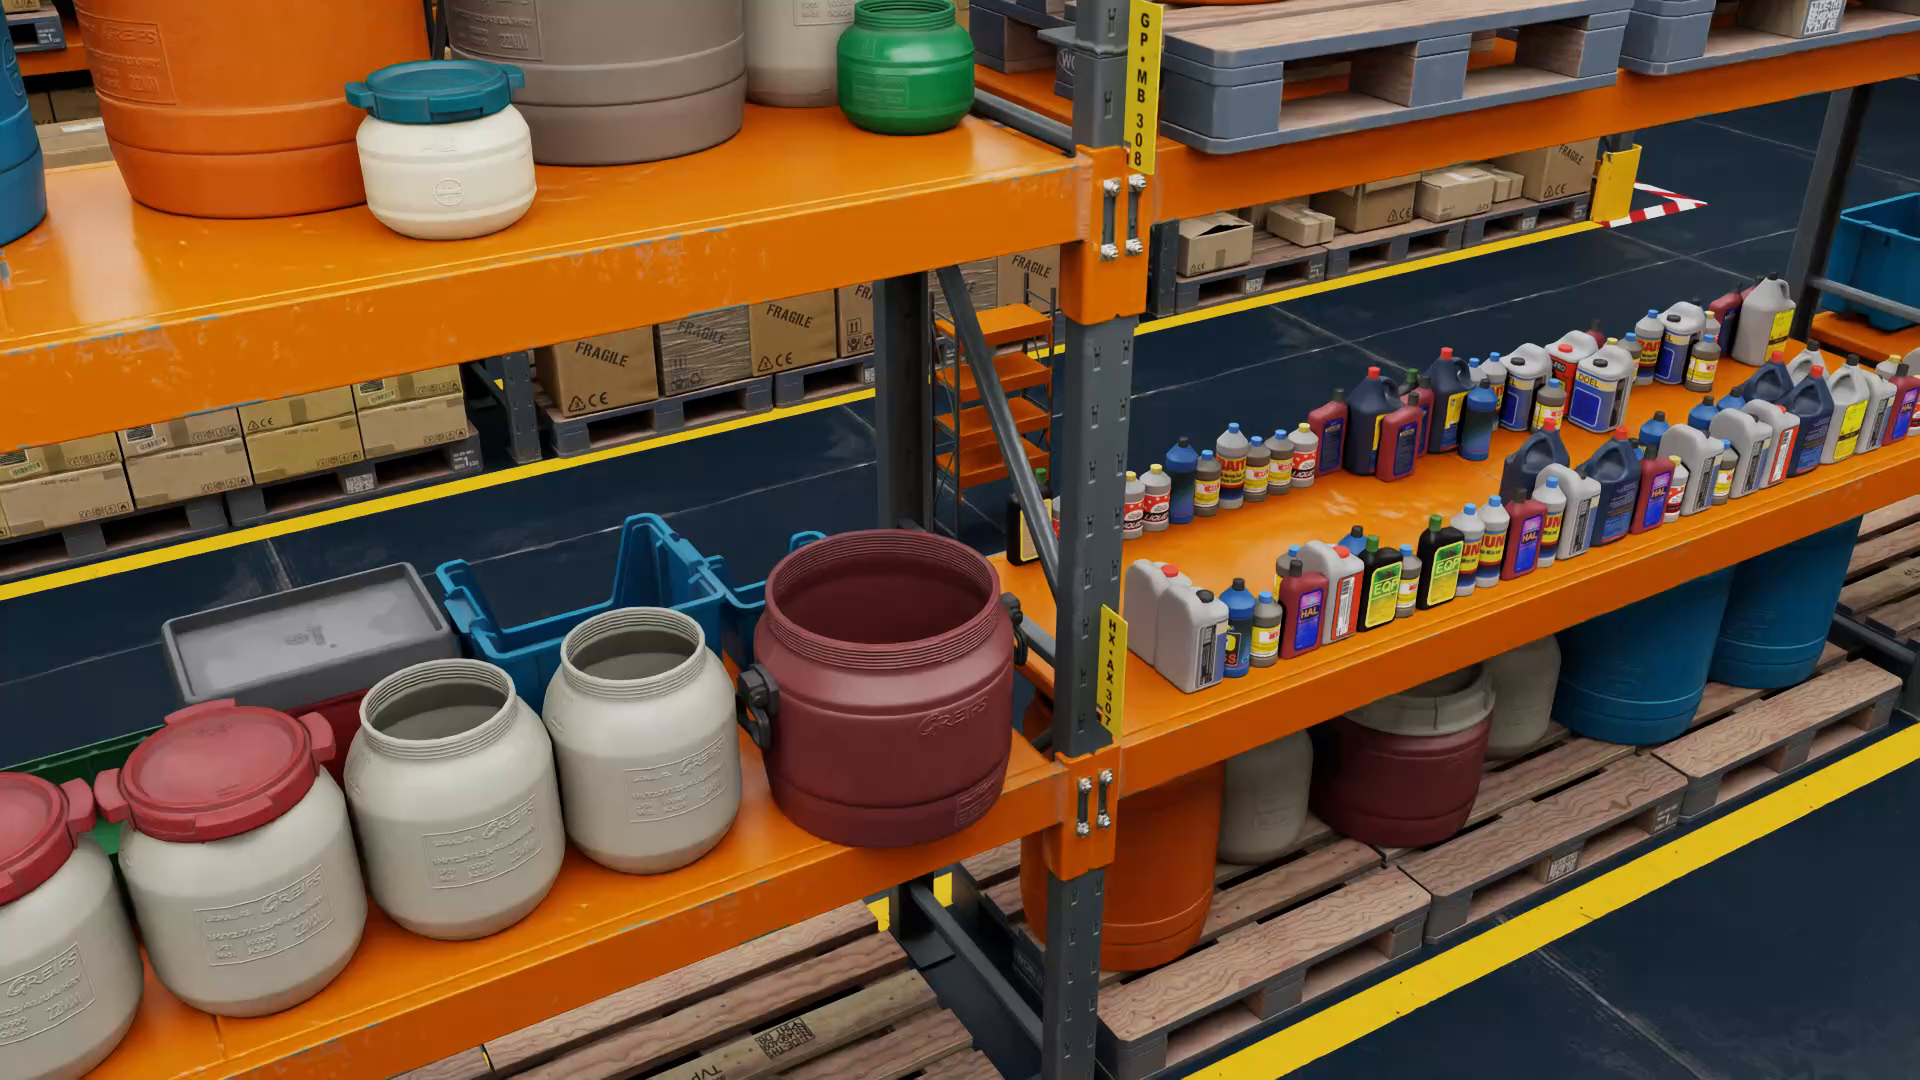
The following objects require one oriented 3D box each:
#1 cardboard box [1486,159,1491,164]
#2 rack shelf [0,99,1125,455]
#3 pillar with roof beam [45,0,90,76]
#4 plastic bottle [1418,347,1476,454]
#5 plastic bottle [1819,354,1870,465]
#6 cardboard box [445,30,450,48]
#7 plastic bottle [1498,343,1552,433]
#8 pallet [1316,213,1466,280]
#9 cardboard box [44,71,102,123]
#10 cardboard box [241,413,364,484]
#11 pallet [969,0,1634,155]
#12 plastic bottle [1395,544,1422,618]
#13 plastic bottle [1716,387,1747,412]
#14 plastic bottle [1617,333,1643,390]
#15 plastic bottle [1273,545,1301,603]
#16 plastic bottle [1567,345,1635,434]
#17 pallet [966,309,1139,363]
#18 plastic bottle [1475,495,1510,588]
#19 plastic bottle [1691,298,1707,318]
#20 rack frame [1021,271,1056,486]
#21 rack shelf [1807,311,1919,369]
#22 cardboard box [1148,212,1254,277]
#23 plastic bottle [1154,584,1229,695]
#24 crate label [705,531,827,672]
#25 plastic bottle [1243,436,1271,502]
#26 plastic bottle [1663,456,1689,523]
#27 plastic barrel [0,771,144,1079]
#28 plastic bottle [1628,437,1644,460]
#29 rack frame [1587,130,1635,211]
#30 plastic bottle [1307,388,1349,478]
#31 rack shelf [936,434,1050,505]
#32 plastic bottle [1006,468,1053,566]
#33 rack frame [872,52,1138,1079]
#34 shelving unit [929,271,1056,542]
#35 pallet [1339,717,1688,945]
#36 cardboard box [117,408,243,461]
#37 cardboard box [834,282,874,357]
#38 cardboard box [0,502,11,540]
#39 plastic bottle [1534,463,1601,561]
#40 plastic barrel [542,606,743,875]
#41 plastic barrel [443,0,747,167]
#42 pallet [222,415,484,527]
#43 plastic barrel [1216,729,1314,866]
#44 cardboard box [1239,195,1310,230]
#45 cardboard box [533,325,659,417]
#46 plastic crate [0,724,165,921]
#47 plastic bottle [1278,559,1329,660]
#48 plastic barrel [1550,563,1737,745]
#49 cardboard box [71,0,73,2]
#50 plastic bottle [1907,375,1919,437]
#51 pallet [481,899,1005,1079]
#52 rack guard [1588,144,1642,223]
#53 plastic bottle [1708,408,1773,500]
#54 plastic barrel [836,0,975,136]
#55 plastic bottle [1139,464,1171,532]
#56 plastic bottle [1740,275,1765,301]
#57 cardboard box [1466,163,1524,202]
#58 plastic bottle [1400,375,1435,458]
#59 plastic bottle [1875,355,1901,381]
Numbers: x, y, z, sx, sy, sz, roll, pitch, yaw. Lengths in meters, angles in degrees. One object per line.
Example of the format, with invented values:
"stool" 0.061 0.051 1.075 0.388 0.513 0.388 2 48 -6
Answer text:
"cardboard box" 3.712 -2.799 12.194 0.250 0.166 0.380 -16 33 -26
"rack shelf" -1.653 -0.353 2.925 4.000 0.370 1.077 -16 33 -26
"pillar with roof beam" -4.325 -4.847 7.219 0.400 9.000 9.100 -16 33 -26
"plastic bottle" 1.622 -0.479 5.564 0.185 0.351 0.144 -16 33 -26
"plastic bottle" 2.894 -0.441 5.495 0.185 0.351 0.144 -16 33 -26
"cardboard box" -3.488 -3.551 12.871 0.750 0.750 0.750 -16 33 -27
"plastic bottle" 1.930 -0.531 5.736 0.135 0.276 0.152 -16 33 -26
"pallet" 2.660 -2.135 11.401 1.213 0.211 1.003 -16 33 -26
"cardboard box" -6.065 -3.087 11.594 0.500 0.250 0.500 -15 32 -25
"cardboard box" -3.207 -0.531 8.018 0.500 0.250 0.500 -16 33 -27
"pallet" 0.781 -1.221 3.950 1.213 0.211 1.003 -16 33 -26
"plastic bottle" 1.236 0.108 4.655 0.097 0.201 0.097 0 29 0
"plastic bottle" 2.515 -0.371 5.450 0.097 0.271 0.097 0 29 0
"plastic bottle" 2.415 -0.652 6.032 0.097 0.201 0.097 0 29 0
"plastic bottle" 0.928 0.111 4.651 0.097 0.201 0.097 0 29 0
"plastic bottle" 2.207 -0.525 5.724 0.135 0.276 0.152 -16 33 -26
"pallet" 0.332 -1.452 10.163 1.213 0.211 1.003 -16 33 -26
"plastic bottle" 1.519 -0.002 4.783 0.097 0.271 0.097 0 29 0
"plastic bottle" 2.699 -0.763 6.161 0.097 0.271 0.097 0 29 0
"rack frame" 0.353 -0.626 7.642 0.015 1.200 0.240 -16 33 -26
"rack shelf" 5.245 -0.998 7.199 4.000 0.370 1.077 -16 33 -26
"cardboard box" 1.486 -1.916 10.445 0.500 0.311 0.500 -16 33 -26
"plastic bottle" 0.609 0.239 4.341 0.135 0.276 0.152 -16 33 -26
"crate label" -0.481 0.176 4.500 0.416 0.233 0.303 -16 33 -26
"plastic bottle" 0.932 -0.230 5.269 0.097 0.201 0.097 0 29 0
"plastic bottle" 2.192 -0.163 5.147 0.097 0.201 0.097 0 29 0
"plastic barrel" -1.809 0.753 3.141 0.433 0.535 0.433 0 29 0
"plastic bottle" 2.047 -0.186 5.116 0.097 0.271 0.097 0 29 0
"rack frame" 4.463 -3.867 11.653 0.127 3.000 1.000 -16 33 -26
"plastic bottle" 1.190 -0.350 5.400 0.133 0.283 0.061 -16 33 -26
"rack shelf" 0.143 -0.333 7.662 0.480 0.148 0.258 -16 33 -26
"plastic bottle" 0.204 -0.070 4.893 0.133 0.283 0.061 -16 33 -26
"rack frame" 0.072 0.156 4.364 0.127 3.000 1.000 -16 33 -26
"shelving unit" 0.143 -0.566 7.534 0.503 1.200 0.258 -16 33 -26
"pallet" 1.781 0.869 5.956 1.213 0.211 1.003 -16 33 -26
"cardboard box" -3.643 -0.651 7.656 0.500 0.311 0.500 -16 33 -27
"cardboard box" -0.566 -1.380 9.279 0.500 0.500 0.500 -17 33 -28
"cardboard box" -4.523 -0.158 7.342 0.500 0.250 0.500 -17 33 -28
"plastic bottle" 1.804 -0.101 4.957 0.135 0.276 0.152 -16 33 -26
"plastic barrel" -0.707 0.447 3.719 0.421 0.512 0.421 0 29 0
"plastic barrel" -0.746 -1.267 3.317 0.600 0.901 0.600 0 29 0
"pallet" -3.164 -0.503 8.442 1.213 0.211 1.003 -16 33 -26
"plastic barrel" 0.926 0.759 5.411 0.421 0.512 0.421 0 29 0
"cardboard box" 2.008 -2.345 11.221 0.500 0.311 0.500 -16 33 -26
"cardboard box" -1.897 -0.999 8.588 0.500 0.500 0.500 -14 32 -24
"plastic crate" -2.019 0.684 3.626 0.662 0.188 0.450 -16 33 -26
"plastic bottle" 0.915 0.174 4.451 0.133 0.283 0.061 -16 33 -26
"plastic barrel" 2.432 0.211 6.001 0.708 0.901 0.600 -16 33 -26
"cardboard box" -5.816 -3.941 11.227 0.500 0.500 0.700 -19 34 -31
"plastic bottle" 3.258 -0.466 5.695 0.097 0.201 0.097 0 29 0
"pallet" -0.616 1.550 4.723 1.213 0.211 1.003 -16 33 -26
"rack guard" 4.397 -2.754 12.223 0.348 0.500 1.175 -16 33 -26
"plastic bottle" 2.479 -0.292 5.303 0.135 0.276 0.152 -16 33 -26
"plastic barrel" -0.115 -1.008 3.528 0.294 0.245 0.294 0 29 0
"plastic bottle" 0.596 -0.135 5.096 0.097 0.201 0.097 0 29 0
"plastic bottle" 2.988 -0.860 6.325 0.133 0.283 0.061 -16 33 -26
"cardboard box" 3.724 -2.522 11.692 0.250 0.166 0.380 -16 33 -26
"plastic bottle" 1.495 -0.402 5.495 0.133 0.283 0.061 -16 33 -26
"plastic bottle" 3.265 -0.553 5.853 0.097 0.201 0.097 0 29 0
